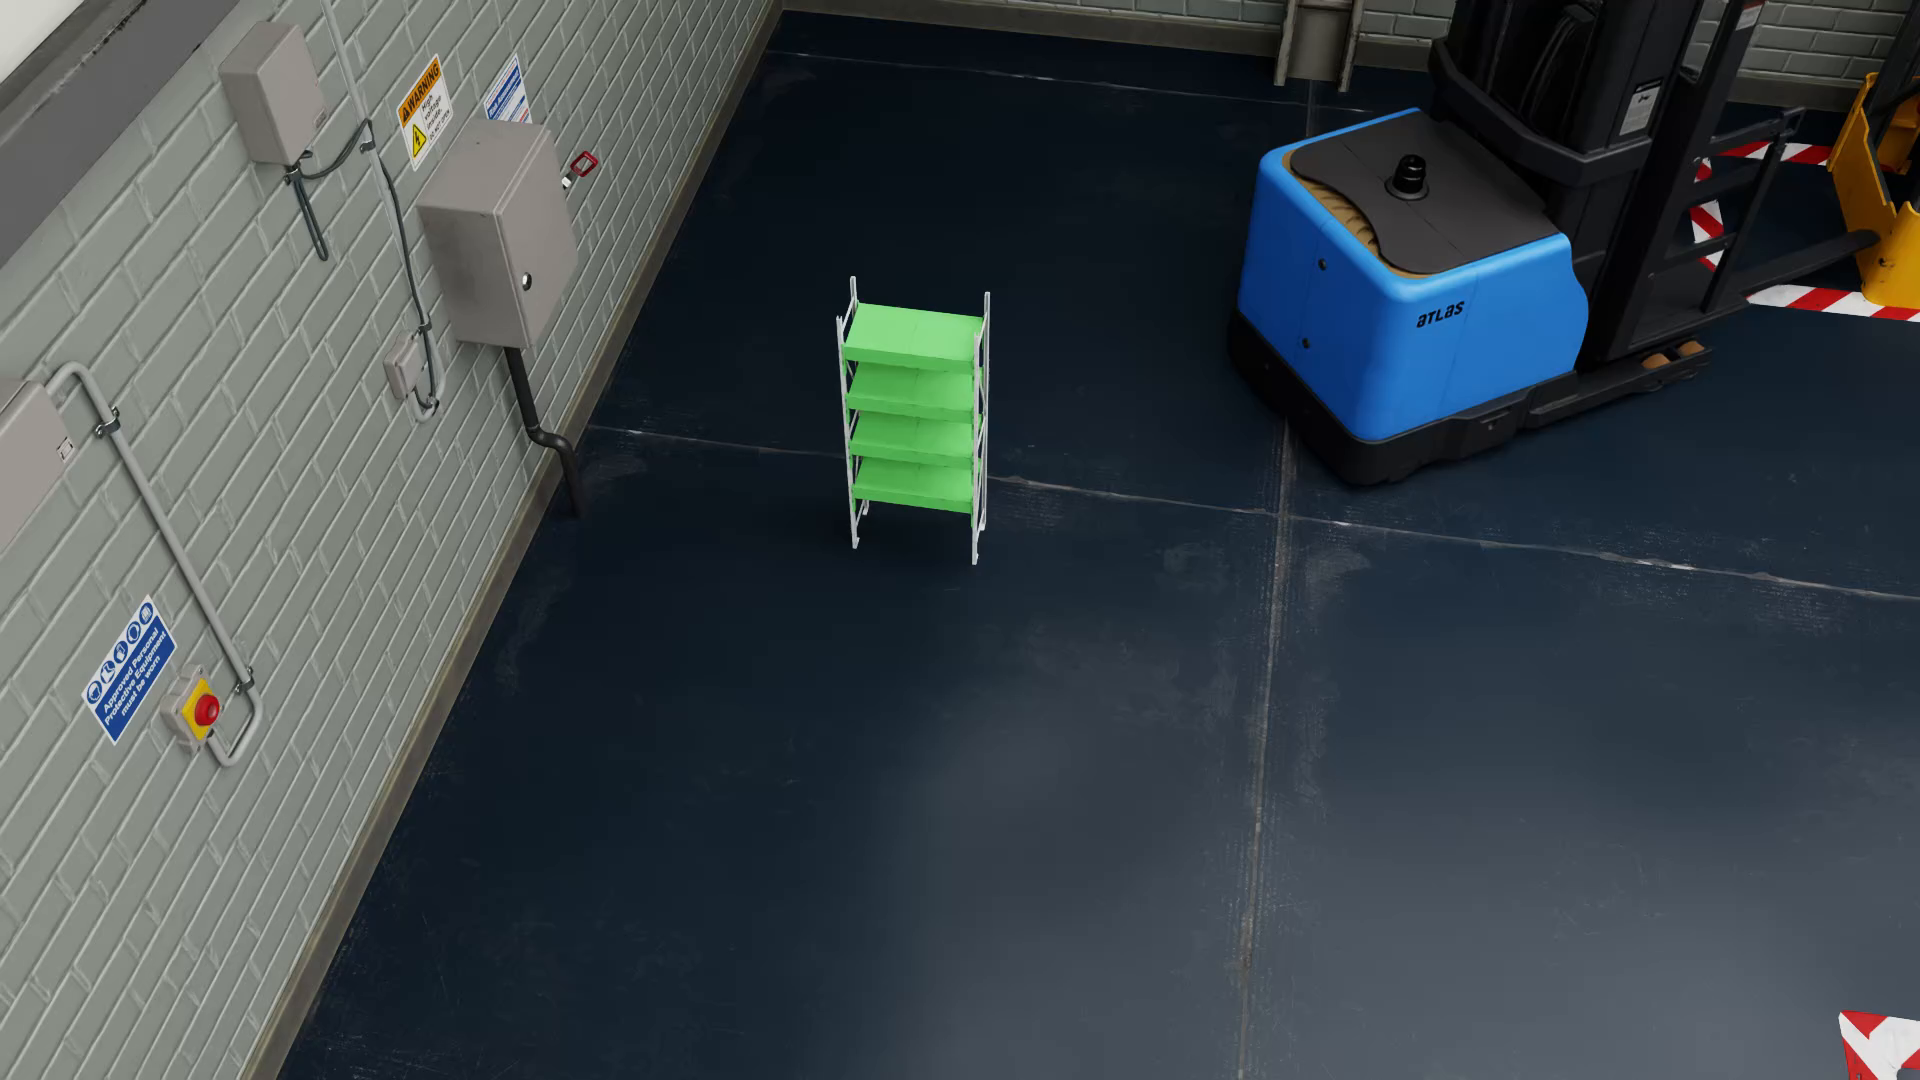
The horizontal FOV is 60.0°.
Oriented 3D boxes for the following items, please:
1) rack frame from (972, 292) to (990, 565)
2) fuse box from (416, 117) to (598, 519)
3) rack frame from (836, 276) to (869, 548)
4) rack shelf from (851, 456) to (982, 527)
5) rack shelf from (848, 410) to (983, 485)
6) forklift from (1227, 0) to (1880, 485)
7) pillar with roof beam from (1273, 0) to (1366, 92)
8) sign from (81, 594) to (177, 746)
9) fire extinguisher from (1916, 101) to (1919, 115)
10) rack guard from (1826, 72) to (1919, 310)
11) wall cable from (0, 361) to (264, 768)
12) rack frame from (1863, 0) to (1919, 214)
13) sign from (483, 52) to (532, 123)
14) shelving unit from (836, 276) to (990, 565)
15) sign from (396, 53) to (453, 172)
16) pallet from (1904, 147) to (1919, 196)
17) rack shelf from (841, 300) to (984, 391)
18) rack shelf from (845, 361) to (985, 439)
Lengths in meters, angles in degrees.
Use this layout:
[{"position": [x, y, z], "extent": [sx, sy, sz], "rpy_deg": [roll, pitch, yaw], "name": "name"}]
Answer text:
[{"position": [0.077, -0.391, 6.266], "extent": [0.015, 1.200, 0.240], "rpy_deg": [8, 49, 7], "name": "rack frame"}, {"position": [-1.521, -0.695, 6.196], "extent": [0.414, 1.711, 0.539], "rpy_deg": [8, 49, 7], "name": "fuse box"}, {"position": [-0.403, -0.455, 6.324], "extent": [0.015, 1.200, 0.240], "rpy_deg": [8, 49, 7], "name": "rack frame"}, {"position": [-0.163, -0.220, 6.521], "extent": [0.480, 0.148, 0.258], "rpy_deg": [8, 49, 7], "name": "rack shelf"}, {"position": [-0.163, -0.380, 6.343], "extent": [0.480, 0.148, 0.258], "rpy_deg": [8, 49, 7], "name": "rack shelf"}, {"position": [2.745, -1.968, 6.520], "extent": [3.031, 2.935, 1.130], "rpy_deg": [-20, 51, -17], "name": "forklift"}, {"position": [1.135, -2.383, 2.813], "extent": [0.400, 9.000, 9.100], "rpy_deg": [8, 49, 7], "name": "pillar with roof beam"}, {"position": [-2.107, 0.329, 4.228], "extent": [0.001, 0.218, 0.327], "rpy_deg": [8, 49, 7], "name": "sign"}, {"position": [4.167, -2.043, 6.844], "extent": [0.183, 0.674, 0.296], "rpy_deg": [8, 49, 7], "name": "fire extinguisher"}, {"position": [4.469, -1.667, 7.884], "extent": [0.348, 0.500, 1.175], "rpy_deg": [8, 49, 7], "name": "rack guard"}, {"position": [-2.038, 0.042, 3.963], "extent": [0.123, 1.953, 0.585], "rpy_deg": [8, 49, 7], "name": "wall cable"}, {"position": [4.394, -2.513, 6.963], "extent": [0.127, 3.000, 1.000], "rpy_deg": [8, 49, 7], "name": "rack frame"}, {"position": [-1.637, -1.483, 6.102], "extent": [0.001, 0.494, 0.329], "rpy_deg": [8, 49, 7], "name": "sign"}, {"position": [-0.163, -0.423, 6.295], "extent": [0.503, 1.200, 0.258], "rpy_deg": [8, 49, 7], "name": "shelving unit"}, {"position": [-1.734, -1.389, 5.398], "extent": [0.001, 0.242, 0.339], "rpy_deg": [8, 49, 7], "name": "sign"}, {"position": [5.254, -1.466, 7.897], "extent": [1.213, 0.211, 1.003], "rpy_deg": [8, 49, 7], "name": "pallet"}, {"position": [-0.163, -0.701, 5.986], "extent": [0.480, 0.148, 0.258], "rpy_deg": [8, 49, 7], "name": "rack shelf"}, {"position": [-0.163, -0.541, 6.164], "extent": [0.480, 0.148, 0.258], "rpy_deg": [8, 49, 7], "name": "rack shelf"}]
